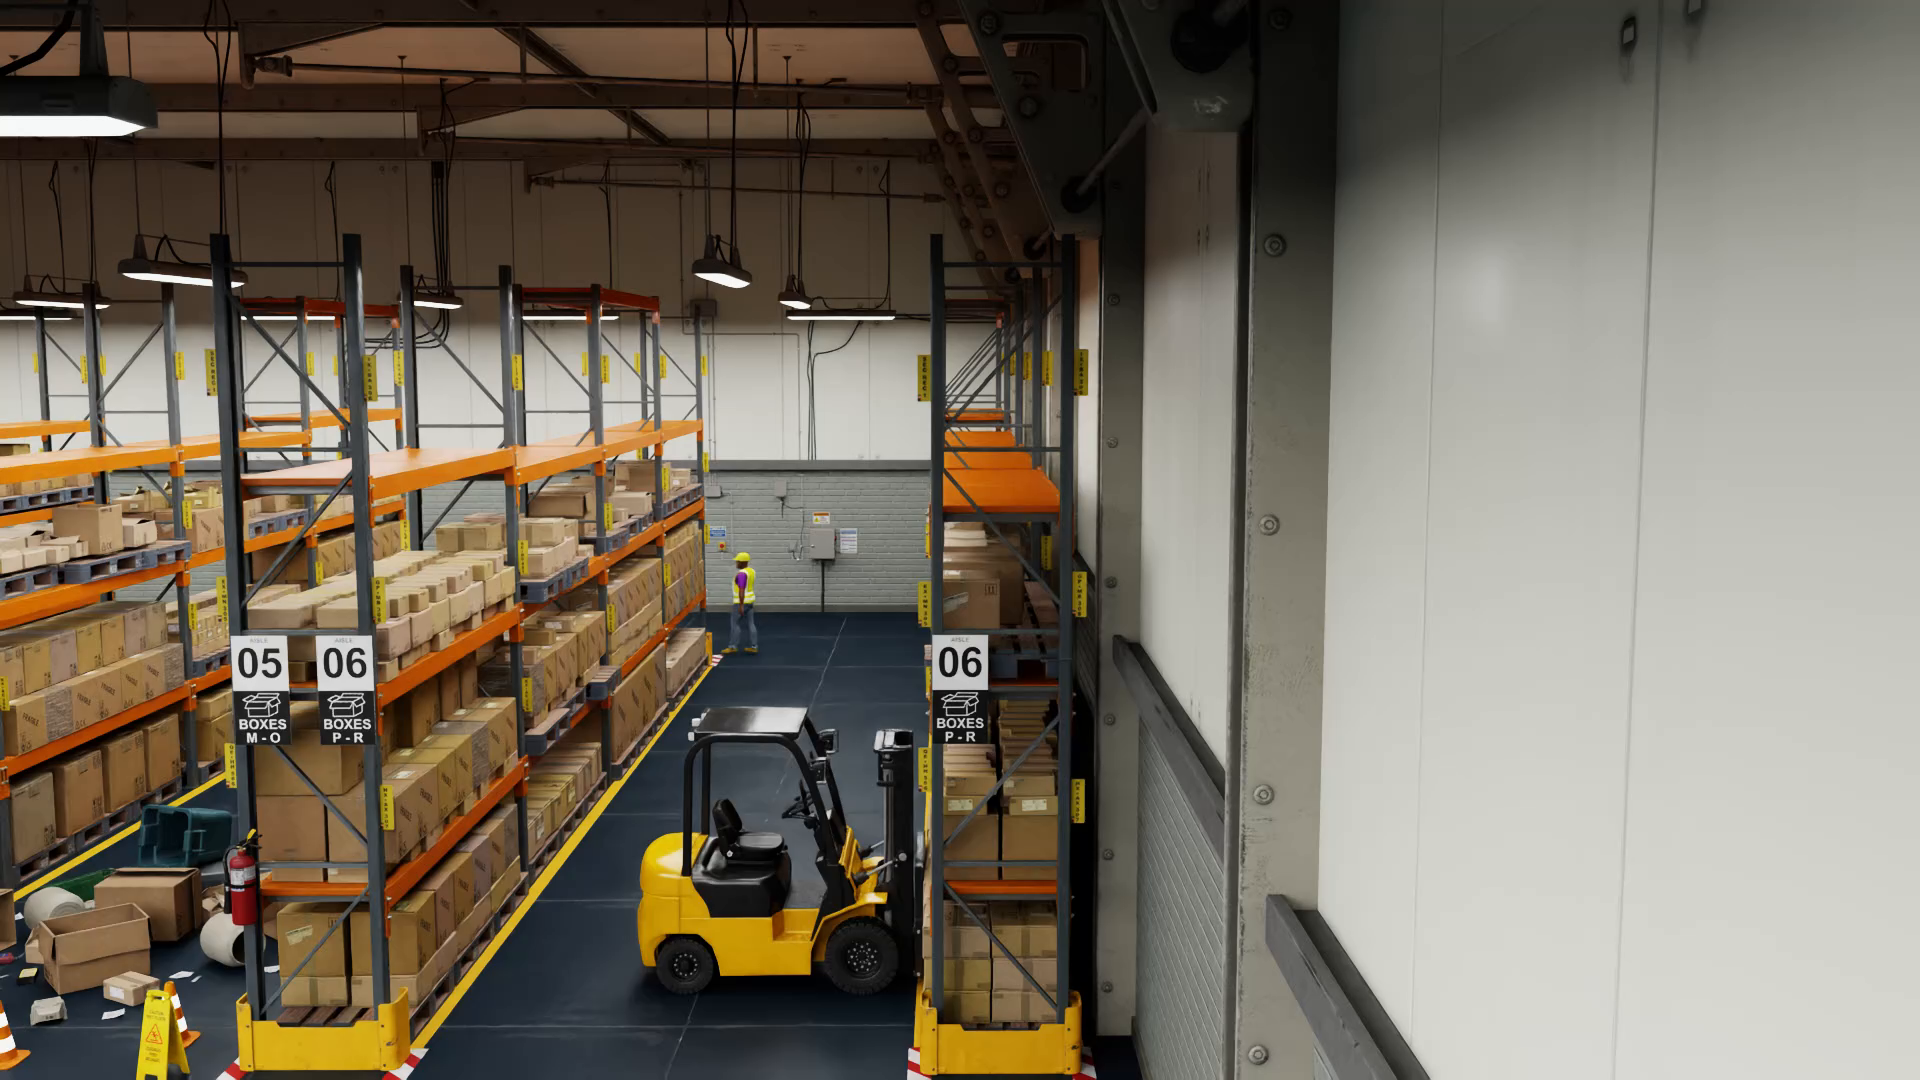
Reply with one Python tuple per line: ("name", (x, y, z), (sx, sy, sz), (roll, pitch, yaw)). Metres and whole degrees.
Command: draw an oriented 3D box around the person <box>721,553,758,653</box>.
("person", (-3.819, 1.091, 28.932), (0.704, 1.762, 0.626), (3, 7, 22))
